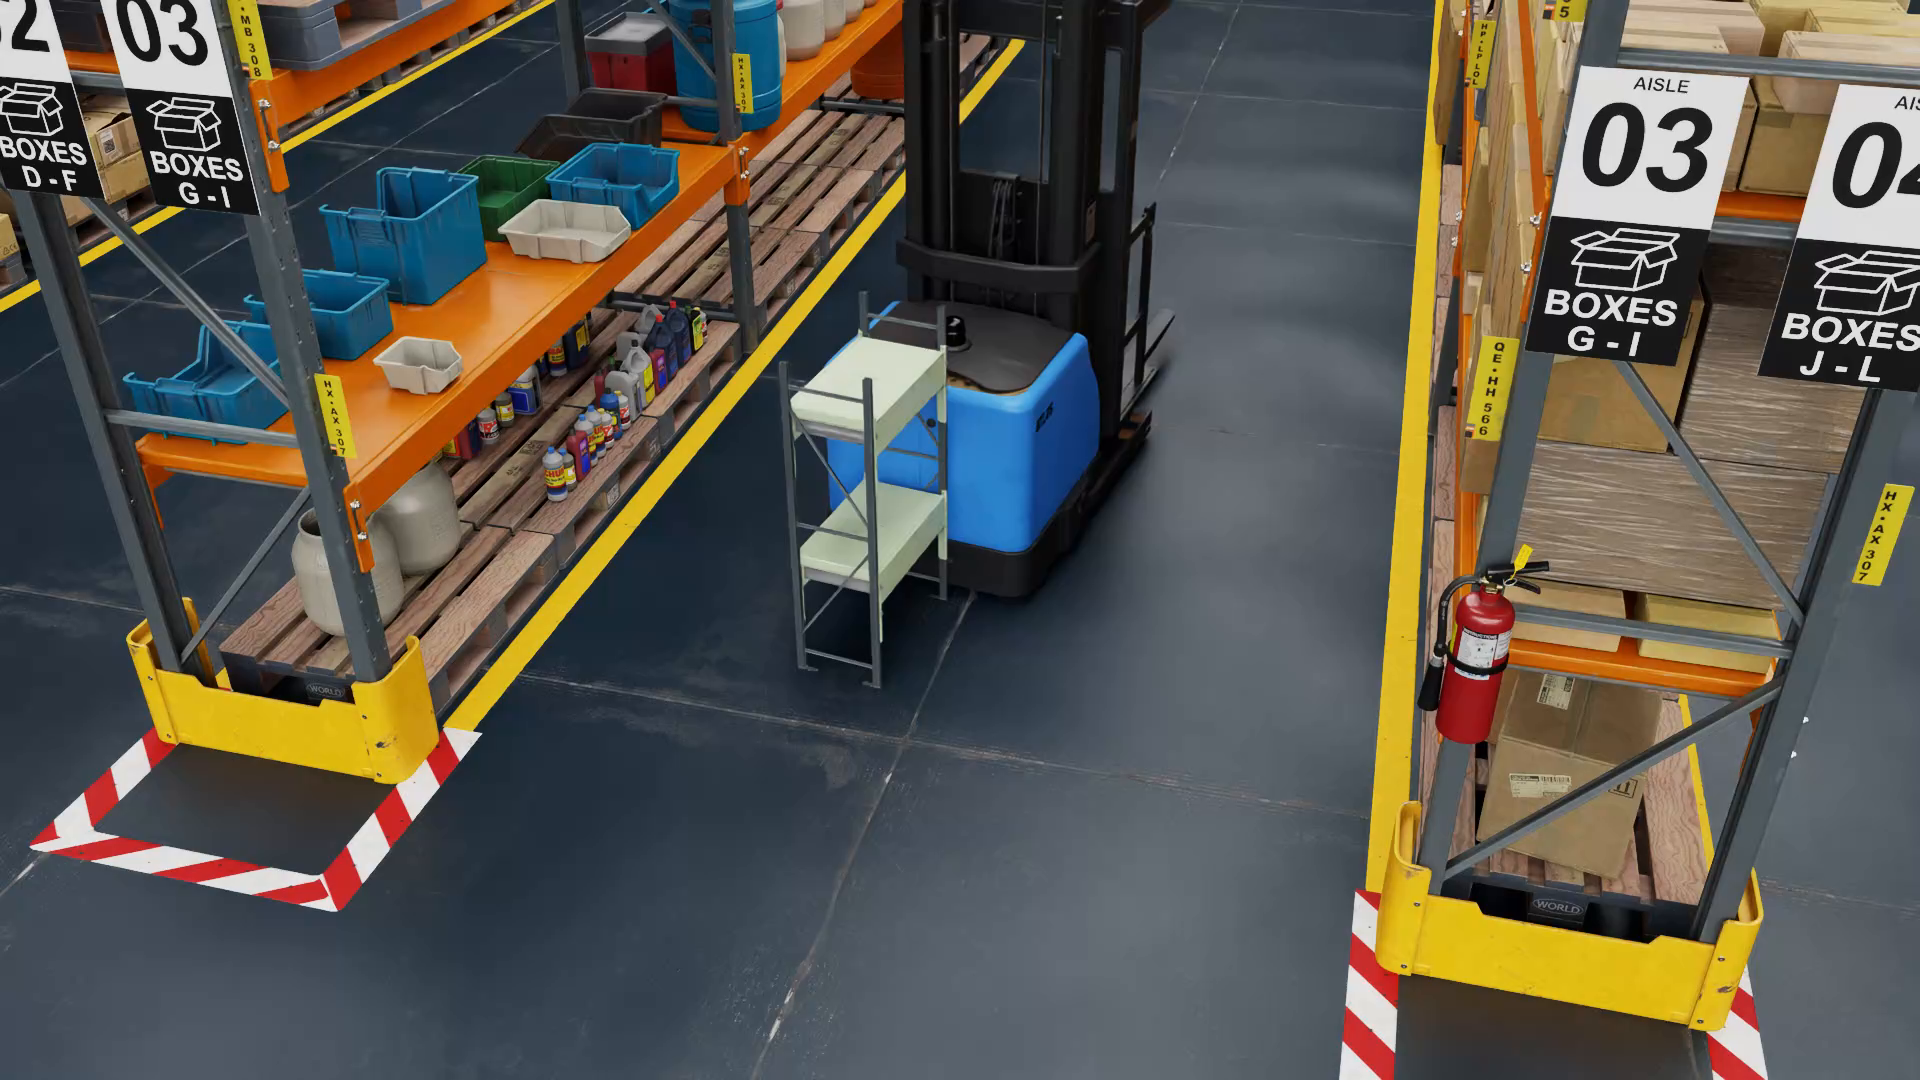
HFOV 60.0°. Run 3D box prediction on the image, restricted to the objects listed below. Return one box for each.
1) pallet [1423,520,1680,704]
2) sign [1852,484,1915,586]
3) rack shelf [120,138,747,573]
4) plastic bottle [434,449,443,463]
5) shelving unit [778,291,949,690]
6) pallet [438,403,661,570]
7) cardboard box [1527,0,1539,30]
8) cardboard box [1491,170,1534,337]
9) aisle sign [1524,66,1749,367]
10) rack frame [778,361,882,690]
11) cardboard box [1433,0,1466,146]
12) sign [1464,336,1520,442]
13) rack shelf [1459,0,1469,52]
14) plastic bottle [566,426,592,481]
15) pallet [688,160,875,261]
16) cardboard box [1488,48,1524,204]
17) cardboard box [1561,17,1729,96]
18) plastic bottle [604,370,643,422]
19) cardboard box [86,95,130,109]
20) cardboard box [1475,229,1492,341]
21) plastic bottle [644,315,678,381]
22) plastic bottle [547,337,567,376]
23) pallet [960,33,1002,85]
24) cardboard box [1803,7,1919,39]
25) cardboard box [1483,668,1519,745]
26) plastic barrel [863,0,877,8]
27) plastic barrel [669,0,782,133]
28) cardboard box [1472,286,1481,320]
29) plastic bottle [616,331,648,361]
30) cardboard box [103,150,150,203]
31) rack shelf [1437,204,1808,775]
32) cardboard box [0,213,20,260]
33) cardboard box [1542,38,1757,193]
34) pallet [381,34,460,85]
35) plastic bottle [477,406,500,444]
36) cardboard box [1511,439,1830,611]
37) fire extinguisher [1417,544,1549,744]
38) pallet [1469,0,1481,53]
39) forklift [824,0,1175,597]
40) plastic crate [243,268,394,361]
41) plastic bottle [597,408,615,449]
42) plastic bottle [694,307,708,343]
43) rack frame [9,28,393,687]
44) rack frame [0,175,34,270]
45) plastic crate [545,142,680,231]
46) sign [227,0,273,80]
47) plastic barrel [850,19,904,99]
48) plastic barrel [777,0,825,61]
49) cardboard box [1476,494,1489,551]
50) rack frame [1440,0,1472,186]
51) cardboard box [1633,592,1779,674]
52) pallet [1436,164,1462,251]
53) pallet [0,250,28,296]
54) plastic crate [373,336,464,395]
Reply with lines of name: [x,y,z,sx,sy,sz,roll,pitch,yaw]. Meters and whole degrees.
pallet: [2.624,0.367,7.476,1.003,0.211,1.213,8,33,12]
sign: [2.577,-0.014,4.669,0.100,0.325,0.005,8,33,12]
rack shelf: [-2.231,-1.131,7.904,1.077,0.370,4.000,8,33,12]
plastic bottle: [-2.684,-0.512,8.382,0.061,0.283,0.133,9,33,14]
shelving unit: [-0.386,-0.210,7.183,0.431,1.500,0.755,13,35,19]
pallet: [-2.242,-0.318,8.553,1.003,0.211,1.213,8,33,12]
cardboard box: [2.314,-1.996,5.938,0.500,0.250,0.500,7,33,12]
cardboard box: [2.074,-0.892,5.554,0.500,0.500,0.500,8,33,12]
aisle sign: [1.746,-0.828,4.334,0.394,0.787,0.004,8,33,12]
rack frame: [-0.527,-0.029,6.898,0.400,1.500,0.023,13,35,19]
cardboard box: [4.278,-3.510,12.564,1.225,0.875,0.875,7,33,10]
sign: [1.521,-0.431,4.758,0.100,0.325,0.005,8,33,12]
rack shelf: [4.590,-4.608,13.374,1.077,0.370,4.000,8,33,12]
plastic bottle: [-1.902,-0.450,8.283,0.061,0.283,0.133,9,33,13]
pallet: [-1.254,-2.344,11.740,1.003,0.211,1.213,8,33,12]
cardboard box: [2.454,-1.670,6.779,0.500,0.500,0.500,8,33,12]
cardboard box: [1.821,-1.280,4.440,0.380,0.149,0.250,8,33,12]
plastic bottle: [-1.784,-0.784,8.817,0.152,0.276,0.135,9,33,13]
cardboard box: [-5.906,-3.111,11.996,0.500,0.311,0.500,7,33,11]
cardboard box: [2.536,-0.959,6.593,0.875,0.500,0.500,8,33,12]
plastic bottle: [-1.657,-1.067,9.192,0.144,0.351,0.185,6,33,10]
plastic bottle: [-2.250,-1.053,9.243,0.097,0.271,0.097,0,32,0]
pallet: [-0.237,-4.418,15.002,1.003,0.211,1.213,8,33,12]
cardboard box: [2.505,-1.326,4.512,0.380,0.149,0.250,9,33,13]
cardboard box: [2.346,0.518,6.577,0.500,0.500,0.500,17,36,25]
plastic barrel: [-0.763,-4.033,11.693,0.421,0.512,0.421,0,32,0]
plastic barrel: [-1.332,-2.843,9.460,0.600,0.901,0.708,8,33,12]
cardboard box: [2.429,-0.970,7.214,0.380,0.149,0.250,8,33,12]
plastic bottle: [-1.806,-1.043,9.223,0.152,0.276,0.135,8,33,12]
cardboard box: [-6.041,-2.607,11.726,0.500,0.250,0.500,9,33,14]
rack shelf: [2.560,-0.457,6.843,1.077,0.370,4.000,8,33,12]
cardboard box: [-6.420,-1.895,10.607,0.500,0.250,0.500,8,33,12]
cardboard box: [1.929,-1.210,4.701,0.500,0.250,0.500,9,33,14]
pallet: [-5.272,-4.430,15.022,1.003,0.211,1.213,8,33,12]
plastic bottle: [-2.445,-0.606,8.606,0.097,0.201,0.097,0,32,0]
cardboard box: [2.218,-0.172,5.354,0.875,0.500,0.500,8,33,12]
fire extinguisher: [1.578,0.307,5.044,0.296,0.674,0.183,8,33,12]
pallet: [4.005,-3.409,10.995,1.213,0.211,1.003,8,33,12]
forklift: [0.400,-1.750,8.271,1.130,2.935,3.031,13,35,19]
plastic crate: [-2.731,-0.971,7.120,0.499,0.251,0.408,8,33,12]
plastic bottle: [-1.839,-0.581,8.567,0.097,0.201,0.097,0,32,0]
plastic bottle: [-1.514,-1.247,9.613,0.097,0.201,0.097,0,32,0]
rack frame: [-2.738,-0.397,6.078,1.000,3.000,0.127,8,33,12]
rack frame: [-6.514,-3.149,10.407,1.000,3.000,0.127,8,33,12]
plastic crate: [-1.742,-1.799,8.422,0.499,0.251,0.616,8,33,12]
sign: [-2.207,-1.589,5.150,0.100,0.325,0.005,8,33,12]
plastic barrel: [-0.601,-4.066,13.481,0.600,0.830,0.708,8,33,12]
plastic barrel: [-1.082,-3.377,10.640,0.433,0.535,0.433,0,32,0]
cardboard box: [2.003,-0.059,5.781,0.380,0.149,0.250,8,33,12]
rack frame: [4.083,-3.874,11.548,1.000,3.000,0.127,8,33,12]
cardboard box: [2.355,0.268,5.267,0.380,0.149,0.250,8,33,12]
pallet: [3.883,-2.292,11.659,1.003,0.211,1.213,8,33,12]
pallet: [-6.756,-1.565,10.515,1.003,0.211,1.213,8,33,12]
plastic crate: [-2.200,-0.706,6.811,0.298,0.136,0.250,8,33,12]
